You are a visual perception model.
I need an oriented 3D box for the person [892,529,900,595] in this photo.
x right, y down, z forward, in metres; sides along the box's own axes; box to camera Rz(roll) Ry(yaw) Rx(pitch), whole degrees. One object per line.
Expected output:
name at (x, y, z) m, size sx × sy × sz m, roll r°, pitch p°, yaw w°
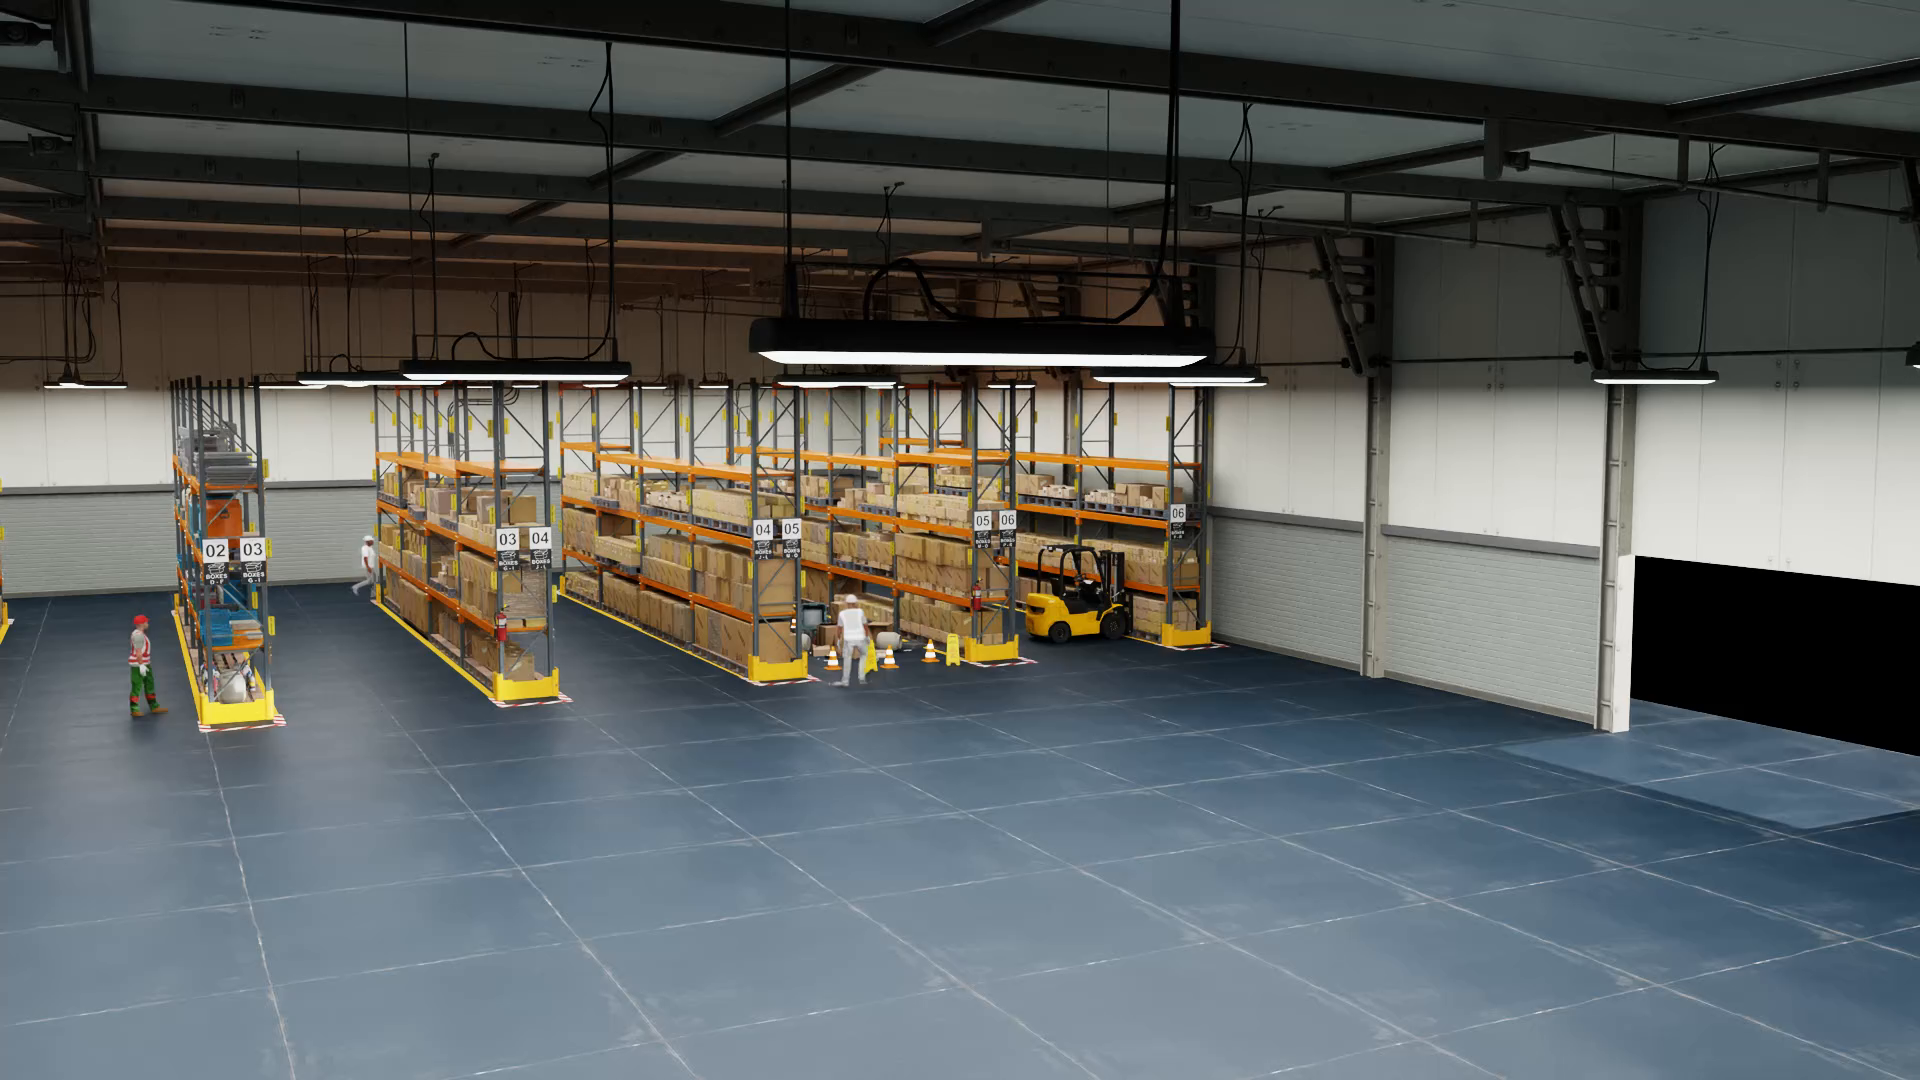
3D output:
person at (-1.770, 0.616, 44.376) m, size 0.486 × 1.842 × 0.673 m, roll -3°, pitch 6°, yaw -30°

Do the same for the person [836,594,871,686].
person at (-2.065, 1.948, 32.321) m, size 0.657 × 1.786 × 0.409 m, roll -1°, pitch 5°, yaw -9°

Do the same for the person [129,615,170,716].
person at (-14.423, 2.217, 29.459) m, size 0.576 × 1.784 × 0.596 m, roll -1°, pitch 5°, yaw -6°

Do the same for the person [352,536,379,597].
person at (-16.476, 0.741, 46.177) m, size 0.758 × 1.728 × 0.594 m, roll -1°, pitch 5°, yaw -9°
